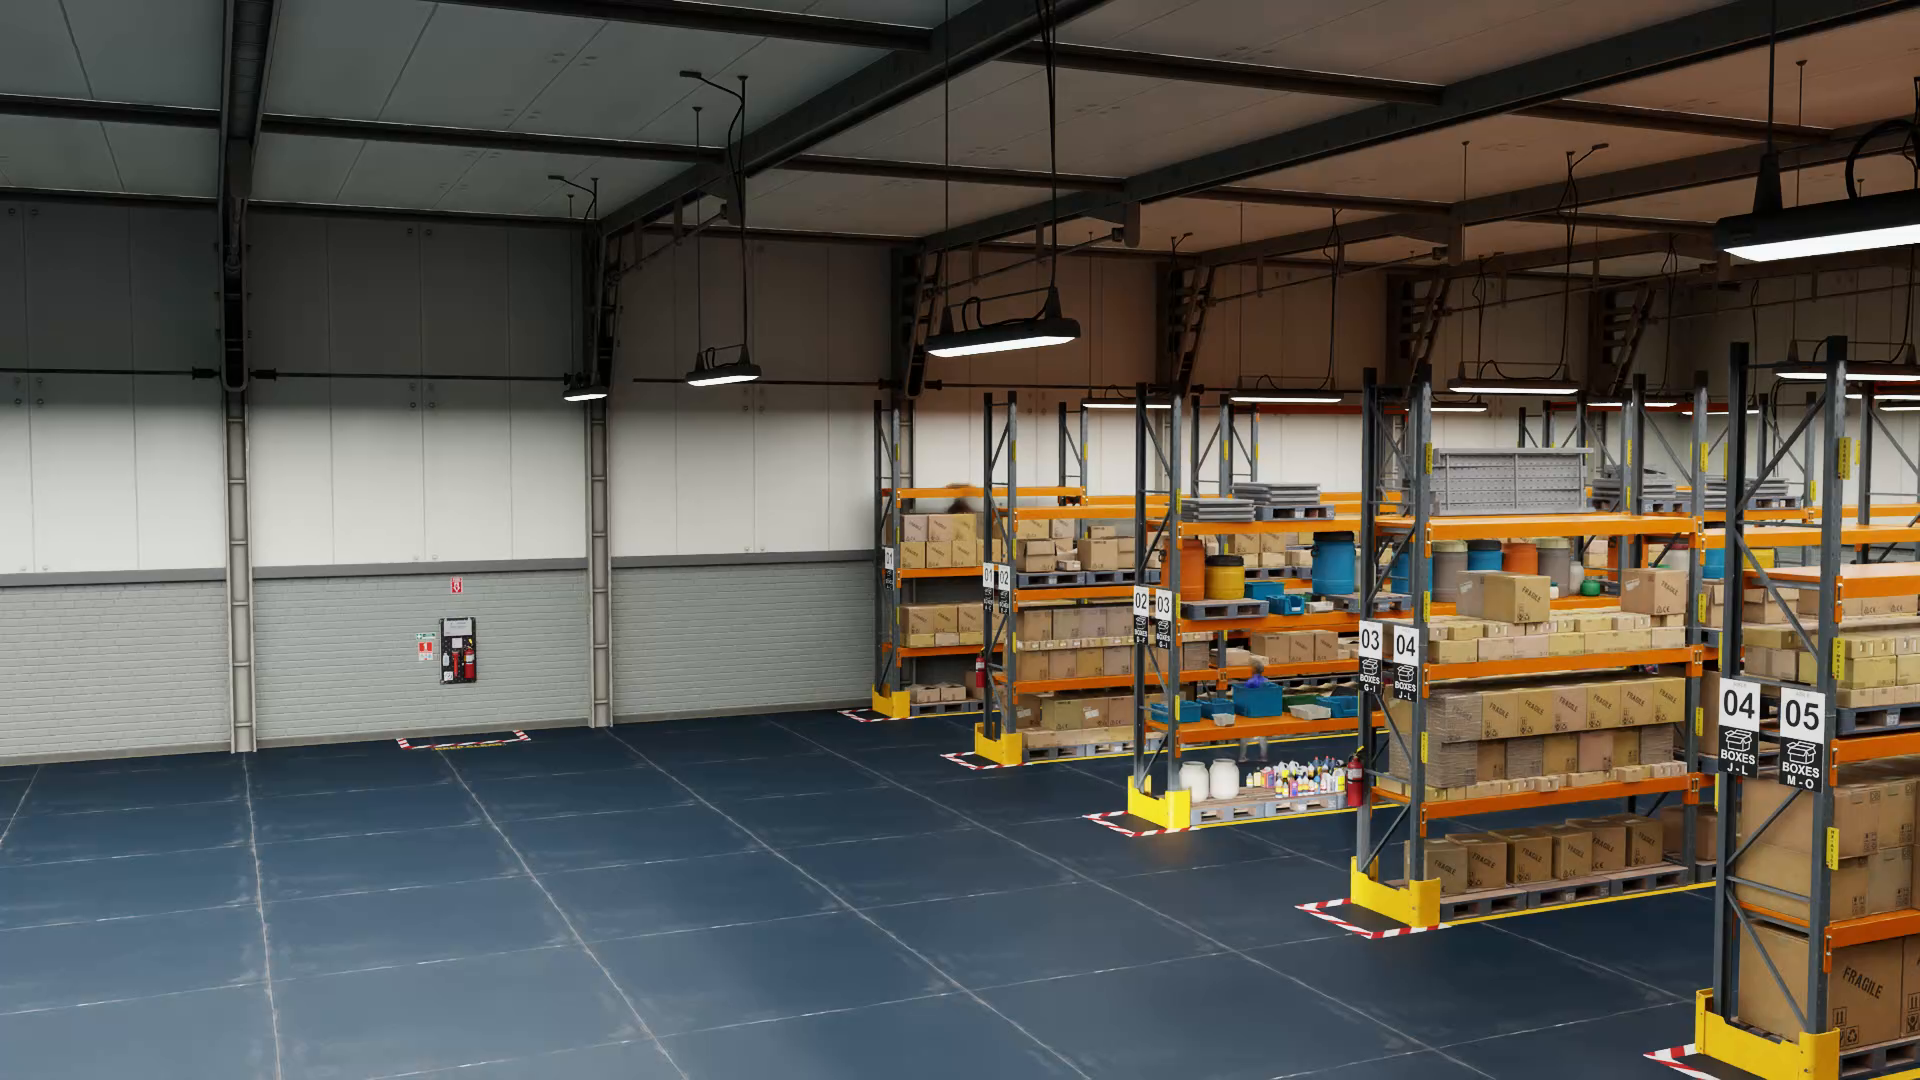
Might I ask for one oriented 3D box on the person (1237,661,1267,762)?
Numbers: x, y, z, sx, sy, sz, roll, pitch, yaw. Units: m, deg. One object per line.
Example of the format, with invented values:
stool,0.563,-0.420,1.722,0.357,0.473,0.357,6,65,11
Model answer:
person,4.709,2.777,26.883,0.533,1.664,0.398,-1,3,-18
